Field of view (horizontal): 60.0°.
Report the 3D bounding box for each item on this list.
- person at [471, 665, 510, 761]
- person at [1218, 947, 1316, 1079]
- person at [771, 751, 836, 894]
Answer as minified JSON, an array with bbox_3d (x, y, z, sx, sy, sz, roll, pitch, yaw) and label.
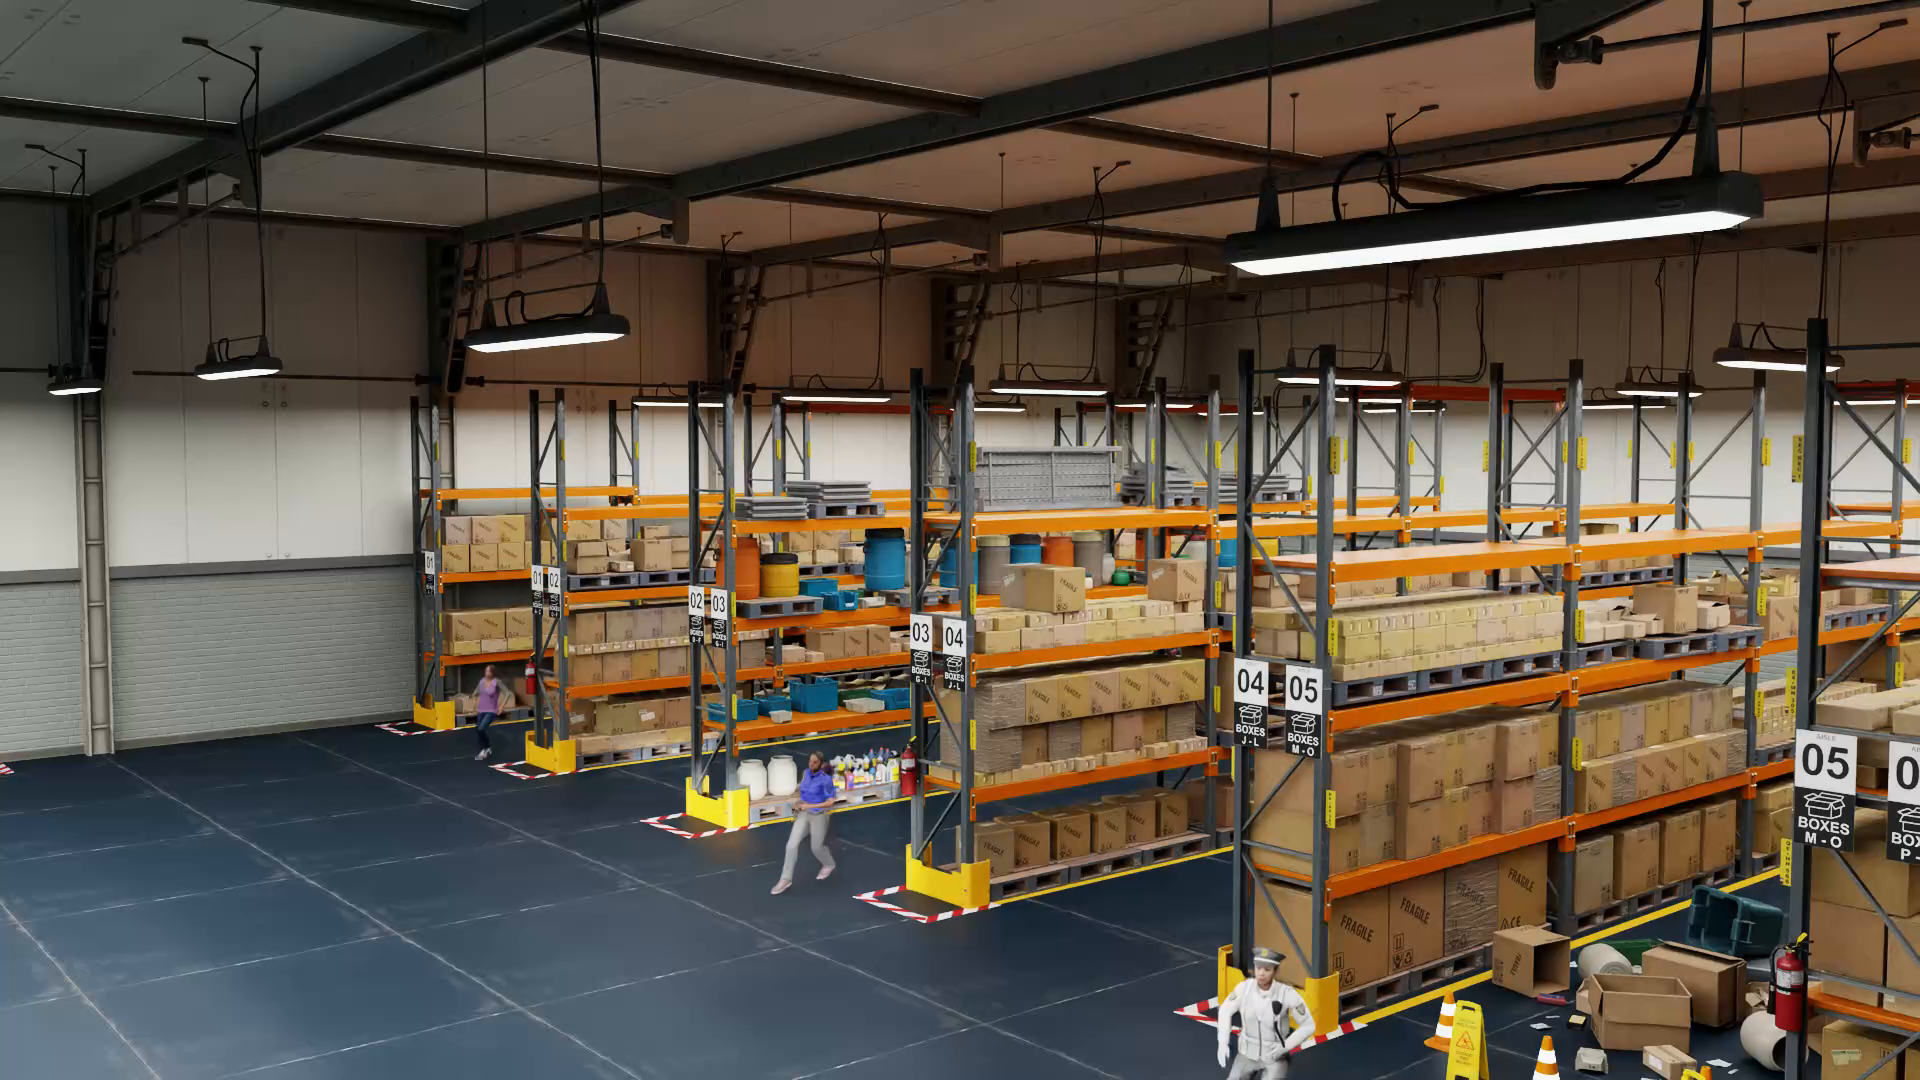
[{"bbox_3d":[-7.643,2.793,26.953,0.603,1.557,0.584,1,4,20],"label":"person"},{"bbox_3d":[2.120,3.672,11.772,0.792,1.687,0.591,1,4,22],"label":"person"},{"bbox_3d":[-1.667,3.207,19.124,0.622,1.613,0.954,2,4,33],"label":"person"}]
